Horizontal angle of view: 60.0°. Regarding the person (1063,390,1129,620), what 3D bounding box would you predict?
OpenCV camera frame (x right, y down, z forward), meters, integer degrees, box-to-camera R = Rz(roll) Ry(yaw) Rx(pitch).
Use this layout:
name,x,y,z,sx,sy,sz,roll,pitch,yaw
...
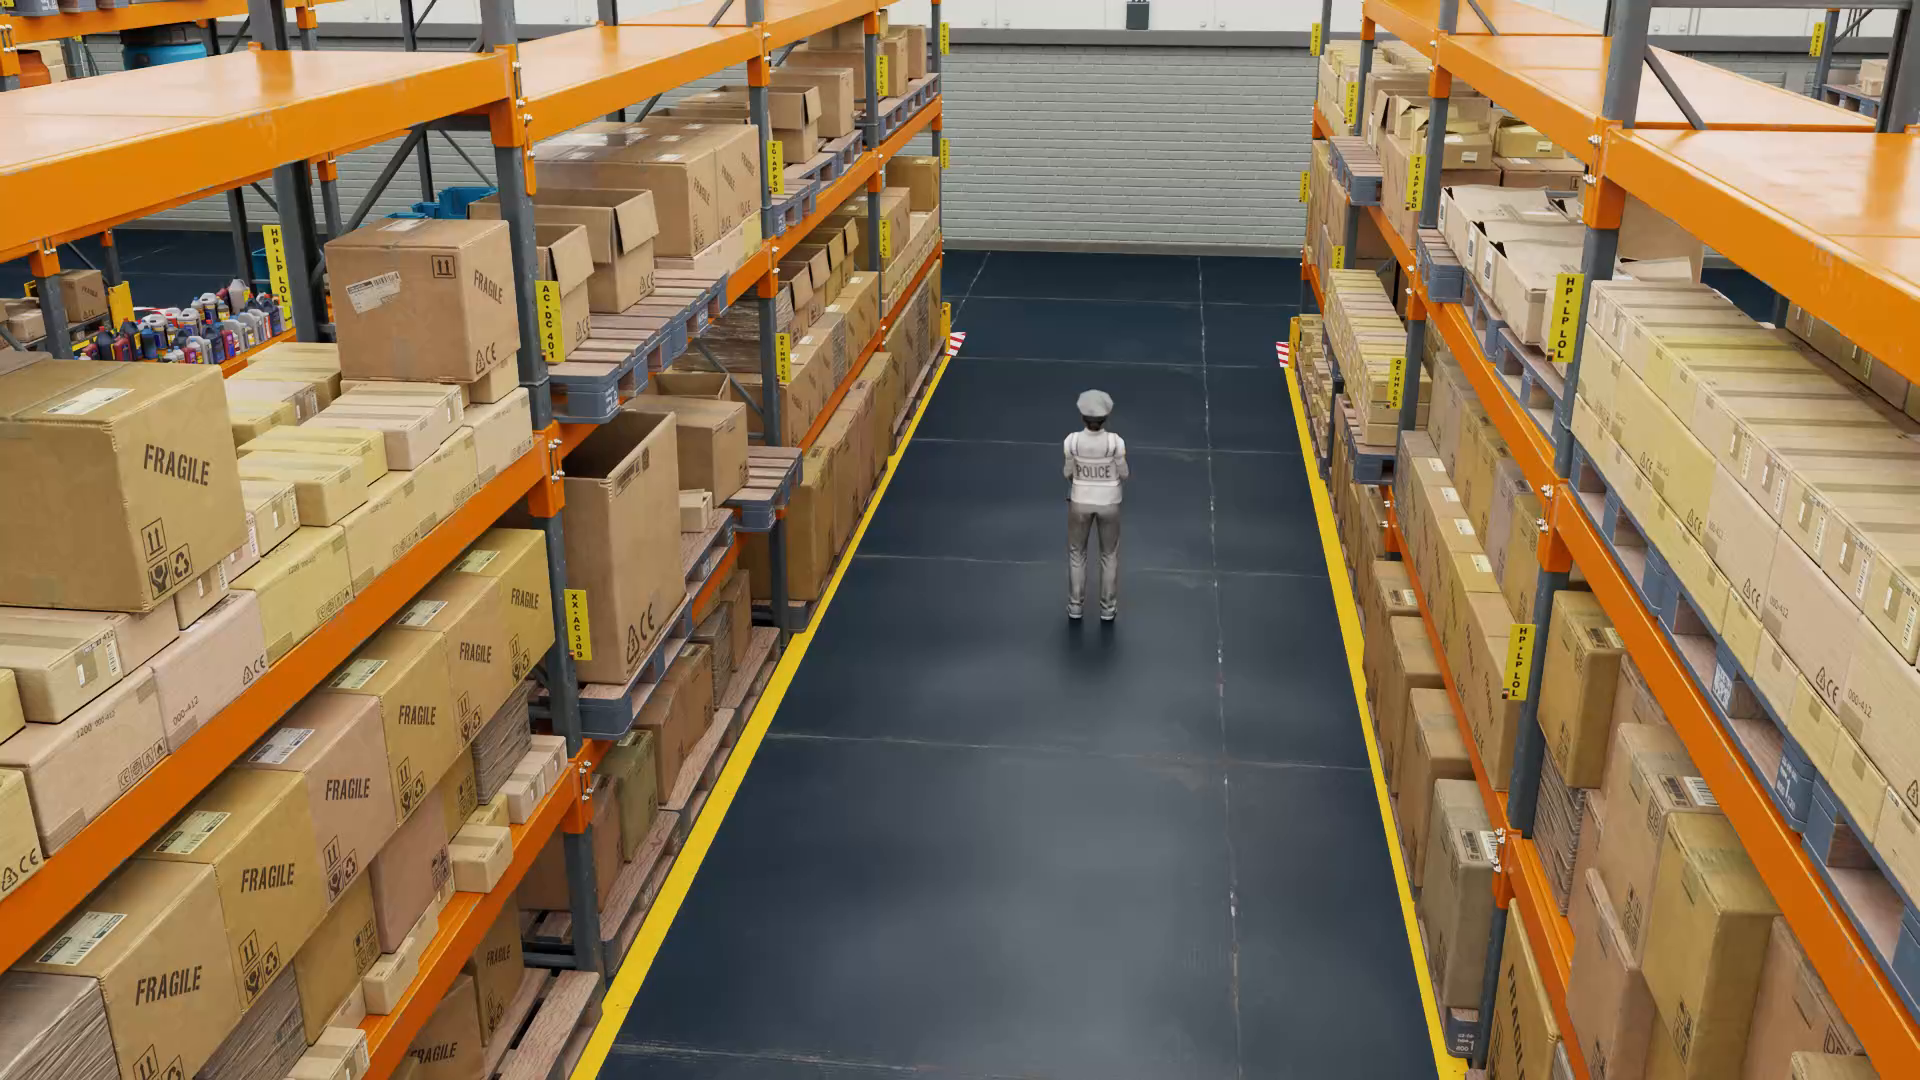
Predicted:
name,x,y,z,sx,sy,sz,roll,pitch,yaw
person,0.952,-0.267,11.735,0.459,1.686,0.556,3,21,7
